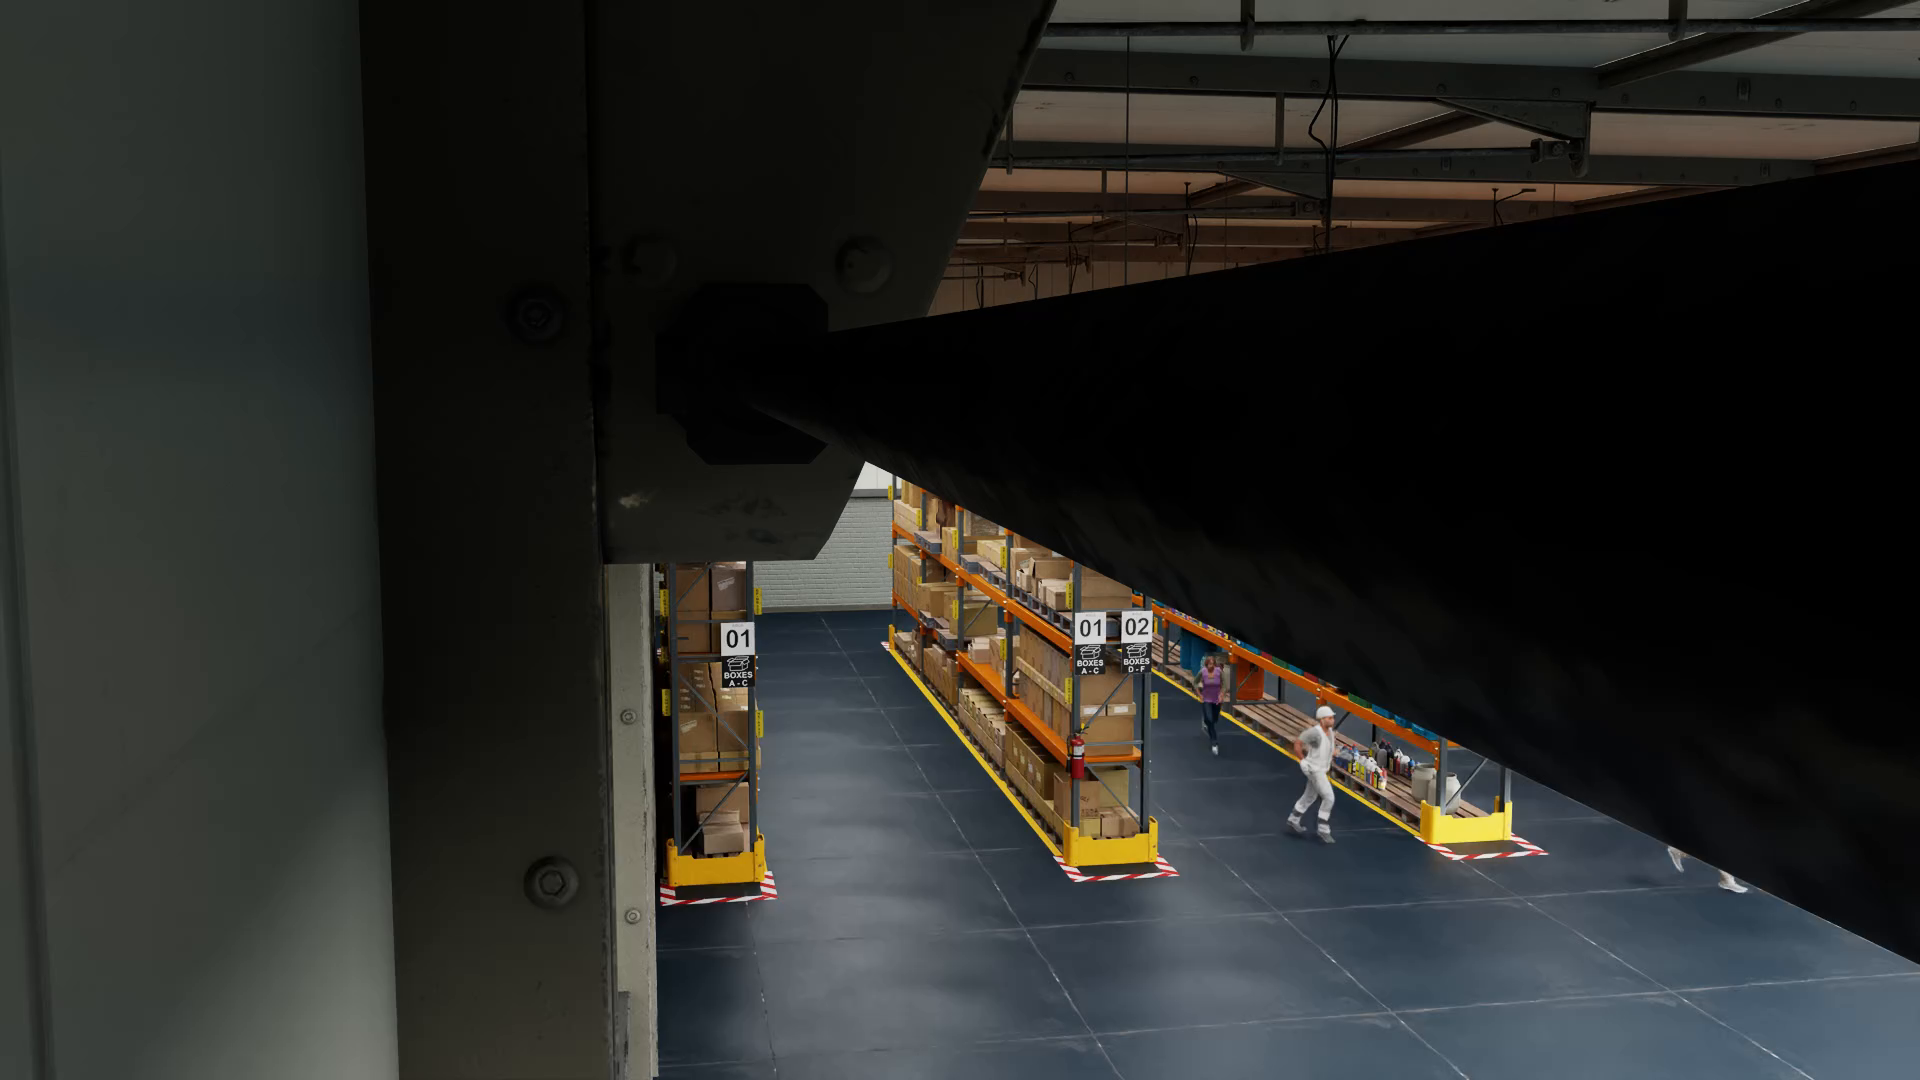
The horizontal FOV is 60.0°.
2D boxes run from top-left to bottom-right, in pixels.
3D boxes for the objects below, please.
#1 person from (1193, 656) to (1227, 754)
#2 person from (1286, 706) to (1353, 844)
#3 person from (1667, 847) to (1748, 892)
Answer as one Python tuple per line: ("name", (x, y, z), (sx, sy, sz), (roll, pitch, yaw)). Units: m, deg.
("person", (4.065, 2.641, 27.147), (0.538, 1.585, 0.893), (-1, 6, -5))
("person", (4.728, 3.093, 21.989), (0.883, 1.841, 0.584), (4, 7, 33))
("person", (8.984, 3.366, 19.934), (0.911, 1.685, 0.648), (3, 7, 25))
